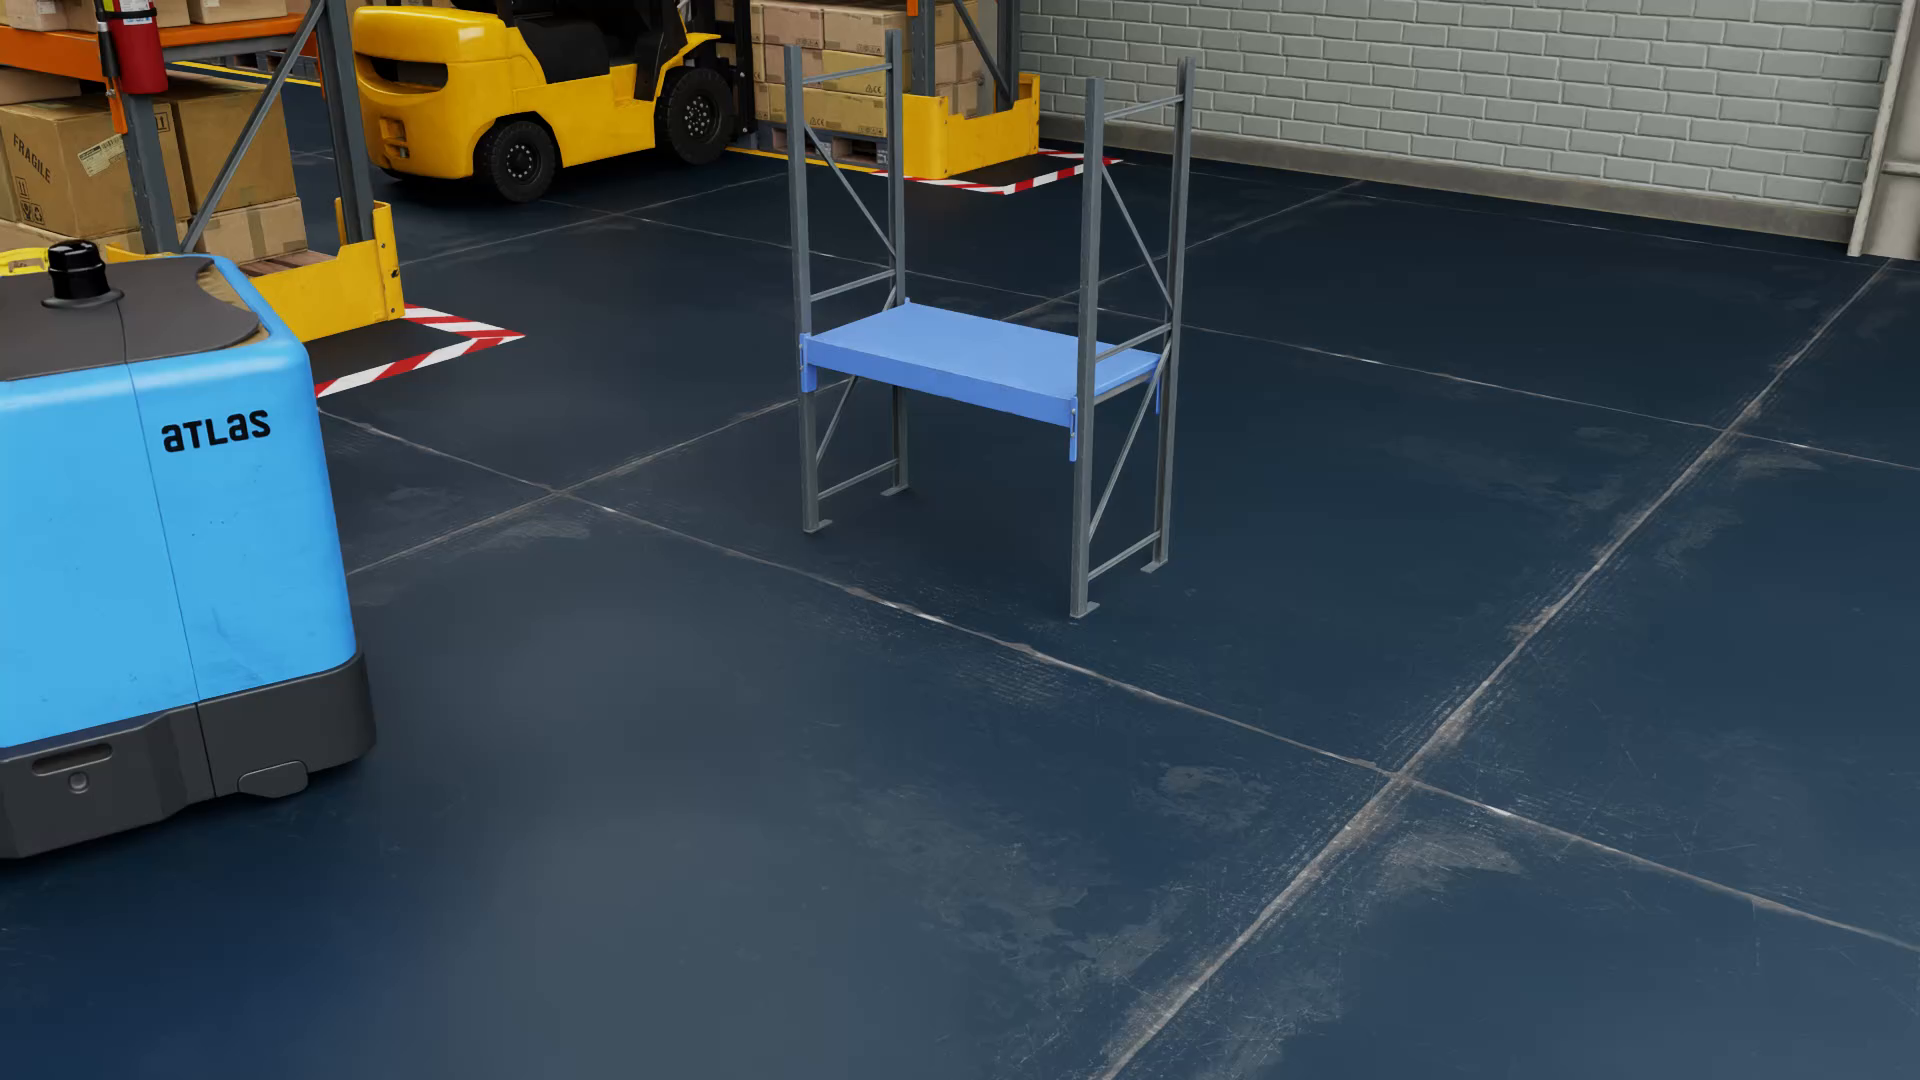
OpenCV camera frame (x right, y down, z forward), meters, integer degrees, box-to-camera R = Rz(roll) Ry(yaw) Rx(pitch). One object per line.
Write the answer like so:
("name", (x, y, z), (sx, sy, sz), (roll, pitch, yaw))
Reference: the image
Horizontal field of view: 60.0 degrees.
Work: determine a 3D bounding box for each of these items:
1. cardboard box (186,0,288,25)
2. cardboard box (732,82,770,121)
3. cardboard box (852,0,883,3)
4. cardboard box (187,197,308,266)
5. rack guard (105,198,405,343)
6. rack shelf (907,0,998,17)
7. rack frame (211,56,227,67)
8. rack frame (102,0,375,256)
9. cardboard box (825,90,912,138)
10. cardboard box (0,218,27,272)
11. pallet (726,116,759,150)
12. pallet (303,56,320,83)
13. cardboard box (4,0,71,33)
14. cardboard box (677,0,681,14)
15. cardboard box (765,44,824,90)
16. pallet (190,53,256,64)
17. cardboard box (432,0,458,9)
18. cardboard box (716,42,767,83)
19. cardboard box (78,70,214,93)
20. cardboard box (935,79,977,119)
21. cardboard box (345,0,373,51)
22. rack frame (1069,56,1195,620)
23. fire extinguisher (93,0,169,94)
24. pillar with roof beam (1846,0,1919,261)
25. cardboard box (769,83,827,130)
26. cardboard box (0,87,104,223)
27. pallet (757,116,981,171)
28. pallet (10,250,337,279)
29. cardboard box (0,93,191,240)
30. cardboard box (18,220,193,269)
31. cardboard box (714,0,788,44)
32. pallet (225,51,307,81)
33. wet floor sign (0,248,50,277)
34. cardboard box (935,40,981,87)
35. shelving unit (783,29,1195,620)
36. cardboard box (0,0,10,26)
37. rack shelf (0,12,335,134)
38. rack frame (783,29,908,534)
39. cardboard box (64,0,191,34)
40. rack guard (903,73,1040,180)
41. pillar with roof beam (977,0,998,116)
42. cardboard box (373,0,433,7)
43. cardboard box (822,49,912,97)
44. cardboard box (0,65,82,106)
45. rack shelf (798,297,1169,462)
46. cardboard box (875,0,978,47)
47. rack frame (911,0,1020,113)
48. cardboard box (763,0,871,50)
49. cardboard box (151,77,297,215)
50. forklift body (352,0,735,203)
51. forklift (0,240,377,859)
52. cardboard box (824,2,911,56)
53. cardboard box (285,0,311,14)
("cardboard box", (-3.076, -2.269, 6.991), (0.250, 0.149, 0.380), (17, 29, 33))
("cardboard box", (-1.307, -3.030, 11.297), (0.500, 0.250, 0.500), (17, 29, 34))
("cardboard box", (-0.628, -3.526, 11.182), (0.500, 0.250, 0.500), (17, 29, 33))
("cardboard box", (-3.408, -1.453, 7.718), (0.500, 0.250, 0.500), (17, 29, 33))
("rack guard", (-2.989, -1.110, 7.148), (0.348, 0.500, 1.175), (17, 29, 33))
("rack shelf", (-1.555, -3.992, 11.482), (4.000, 0.370, 1.077), (17, 29, 33))
("rack frame", (-6.356, -5.772, 14.630), (0.127, 3.000, 1.000), (17, 29, 33))
("rack frame", (-2.929, -2.235, 6.603), (0.127, 3.000, 1.000), (17, 29, 33))
("cardboard box", (-0.520, -2.783, 10.736), (0.500, 0.250, 0.500), (17, 29, 34))
("cardboard box", (-4.147, -1.406, 7.609), (0.500, 0.250, 0.500), (17, 29, 33))
("pallet", (-1.564, -3.028, 11.861), (1.213, 0.211, 1.003), (17, 29, 33))
("pallet", (-4.749, -3.989, 14.042), (1.213, 0.211, 1.003), (17, 29, 33))
("cardboard box", (-3.625, -2.167, 6.760), (0.250, 0.149, 0.380), (16, 29, 33))
("cardboard box", (-1.733, -3.605, 11.361), (0.500, 0.250, 0.500), (16, 28, 32))
("cardboard box", (-0.926, -3.142, 10.930), (0.500, 0.250, 0.500), (16, 29, 33))
("pallet", (-6.931, -4.689, 15.630), (1.213, 0.211, 1.003), (17, 29, 33))
("cardboard box", (-3.580, -4.033, 13.107), (0.625, 0.625, 0.875), (18, 30, 36))
("cardboard box", (-1.352, -3.260, 11.198), (0.500, 0.250, 0.500), (16, 28, 32))
("cardboard box", (-3.849, -1.927, 7.863), (0.500, 0.500, 0.500), (16, 28, 31))
("cardboard box", (-0.230, -2.953, 11.122), (0.500, 0.250, 0.500), (17, 29, 34))
("cardboard box", (-4.799, -4.404, 13.950), (0.625, 0.625, 0.875), (15, 28, 31))
("rack frame", (0.475, -0.543, 4.622), (0.032, 1.500, 0.500), (17, 29, 33))
("fire extinguisher", (-3.113, -2.023, 6.218), (0.183, 0.674, 0.296), (17, 29, 33))
("pillar with roof beam", (2.248, -4.202, 3.627), (0.400, 9.000, 9.100), (17, 29, 33))
("cardboard box", (-0.912, -2.906, 11.016), (0.500, 0.250, 0.500), (17, 29, 33))
("cardboard box", (-4.146, -1.747, 7.454), (0.500, 0.500, 0.500), (18, 30, 35))
("pallet", (-0.592, -2.733, 11.191), (1.213, 0.211, 1.003), (17, 29, 33))
("pallet", (-3.618, -1.185, 7.678), (1.213, 0.211, 1.003), (17, 29, 33))
("cardboard box", (-3.726, -1.622, 7.170), (0.500, 0.500, 0.500), (17, 29, 34))
("cardboard box", (-3.756, -1.284, 7.332), (0.500, 0.250, 0.500), (17, 29, 33))
("cardboard box", (-1.332, -3.480, 11.078), (0.500, 0.250, 0.500), (17, 29, 34))
("pallet", (-5.721, -4.284, 14.712), (1.213, 0.211, 1.003), (17, 29, 33))
("wet floor sign", (-3.418, -0.767, 6.190), (0.267, 0.644, 0.232), (-15, 28, -30))
("cardboard box", (-0.206, -3.181, 11.019), (0.500, 0.250, 0.500), (17, 29, 34))
("shelving unit", (0.068, -0.666, 4.901), (1.048, 1.500, 0.538), (17, 29, 33))
("cardboard box", (-3.818, -2.236, 6.916), (0.250, 0.149, 0.380), (16, 29, 32))
("rack shelf", (-4.529, -2.390, 7.845), (4.000, 0.370, 1.077), (17, 29, 33))
("rack frame", (-0.339, -0.789, 5.180), (0.032, 1.500, 0.500), (17, 29, 33))
("cardboard box", (-3.356, -2.142, 6.702), (0.250, 0.149, 0.380), (18, 29, 35))
("rack guard", (0.065, -2.688, 10.730), (0.348, 0.500, 1.175), (17, 29, 33))
("pillar with roof beam", (-2.553, -5.653, 6.920), (0.400, 9.000, 9.100), (17, 29, 33))
("cardboard box", (-4.196, -4.223, 13.539), (0.625, 0.625, 0.875), (16, 29, 33))
("cardboard box", (-0.532, -3.017, 10.647), (0.500, 0.250, 0.500), (16, 29, 33))
("cardboard box", (-4.060, -1.986, 7.192), (0.250, 0.149, 0.380), (18, 29, 35))
("rack shelf", (0.068, -0.501, 4.973), (1.000, 0.185, 0.538), (17, 29, 33))
("cardboard box", (-0.226, -3.406, 10.910), (0.500, 0.250, 0.500), (16, 29, 33))
("rack frame", (0.045, -3.838, 10.240), (0.127, 3.000, 1.000), (17, 29, 33))
("cardboard box", (-0.922, -3.361, 10.808), (0.500, 0.250, 0.500), (17, 29, 34))
("cardboard box", (-3.428, -1.802, 7.579), (0.500, 0.500, 0.500), (16, 28, 32))
("forklift body", (-2.566, -3.319, 10.116), (1.214, 2.155, 2.313), (17, 29, 33))
("forklift", (-2.920, -0.635, 3.056), (3.031, 2.935, 1.130), (-14, 27, -29))
("cardboard box", (-0.510, -3.240, 10.532), (0.500, 0.250, 0.500), (18, 29, 35))
("cardboard box", (-5.338, -4.567, 14.319), (0.625, 0.625, 0.875), (18, 29, 35))
